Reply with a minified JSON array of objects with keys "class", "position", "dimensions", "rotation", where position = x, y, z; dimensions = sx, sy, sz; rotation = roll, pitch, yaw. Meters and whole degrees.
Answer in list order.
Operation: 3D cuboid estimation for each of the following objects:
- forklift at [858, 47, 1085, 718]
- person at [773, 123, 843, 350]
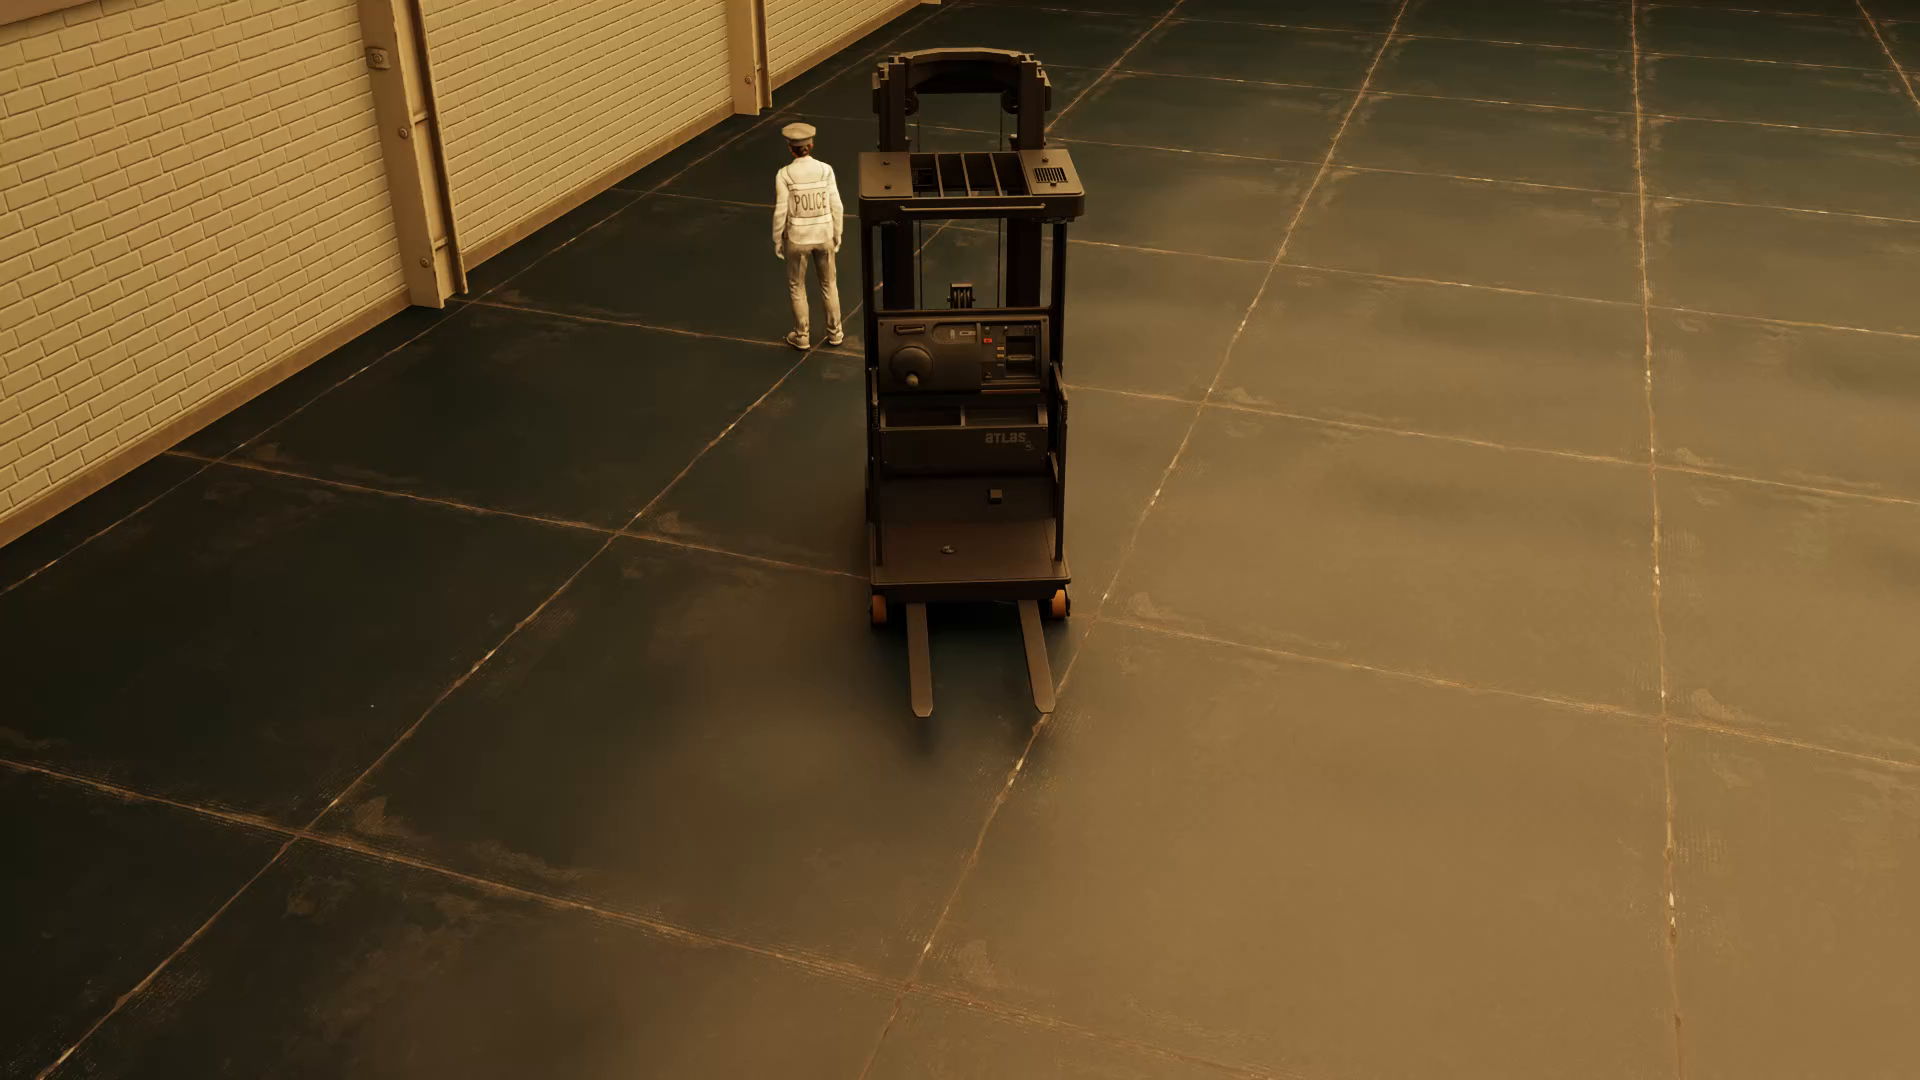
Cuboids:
[{"class":"forklift","position":[0.030,-0.972,8.842],"dimensions":[1.121,2.935,3.031],"rotation":[-2,30,-3]},{"class":"person","position":[-1.123,-2.226,12.324],"dimensions":[0.528,1.664,0.374],"rotation":[-10,31,-16]}]
